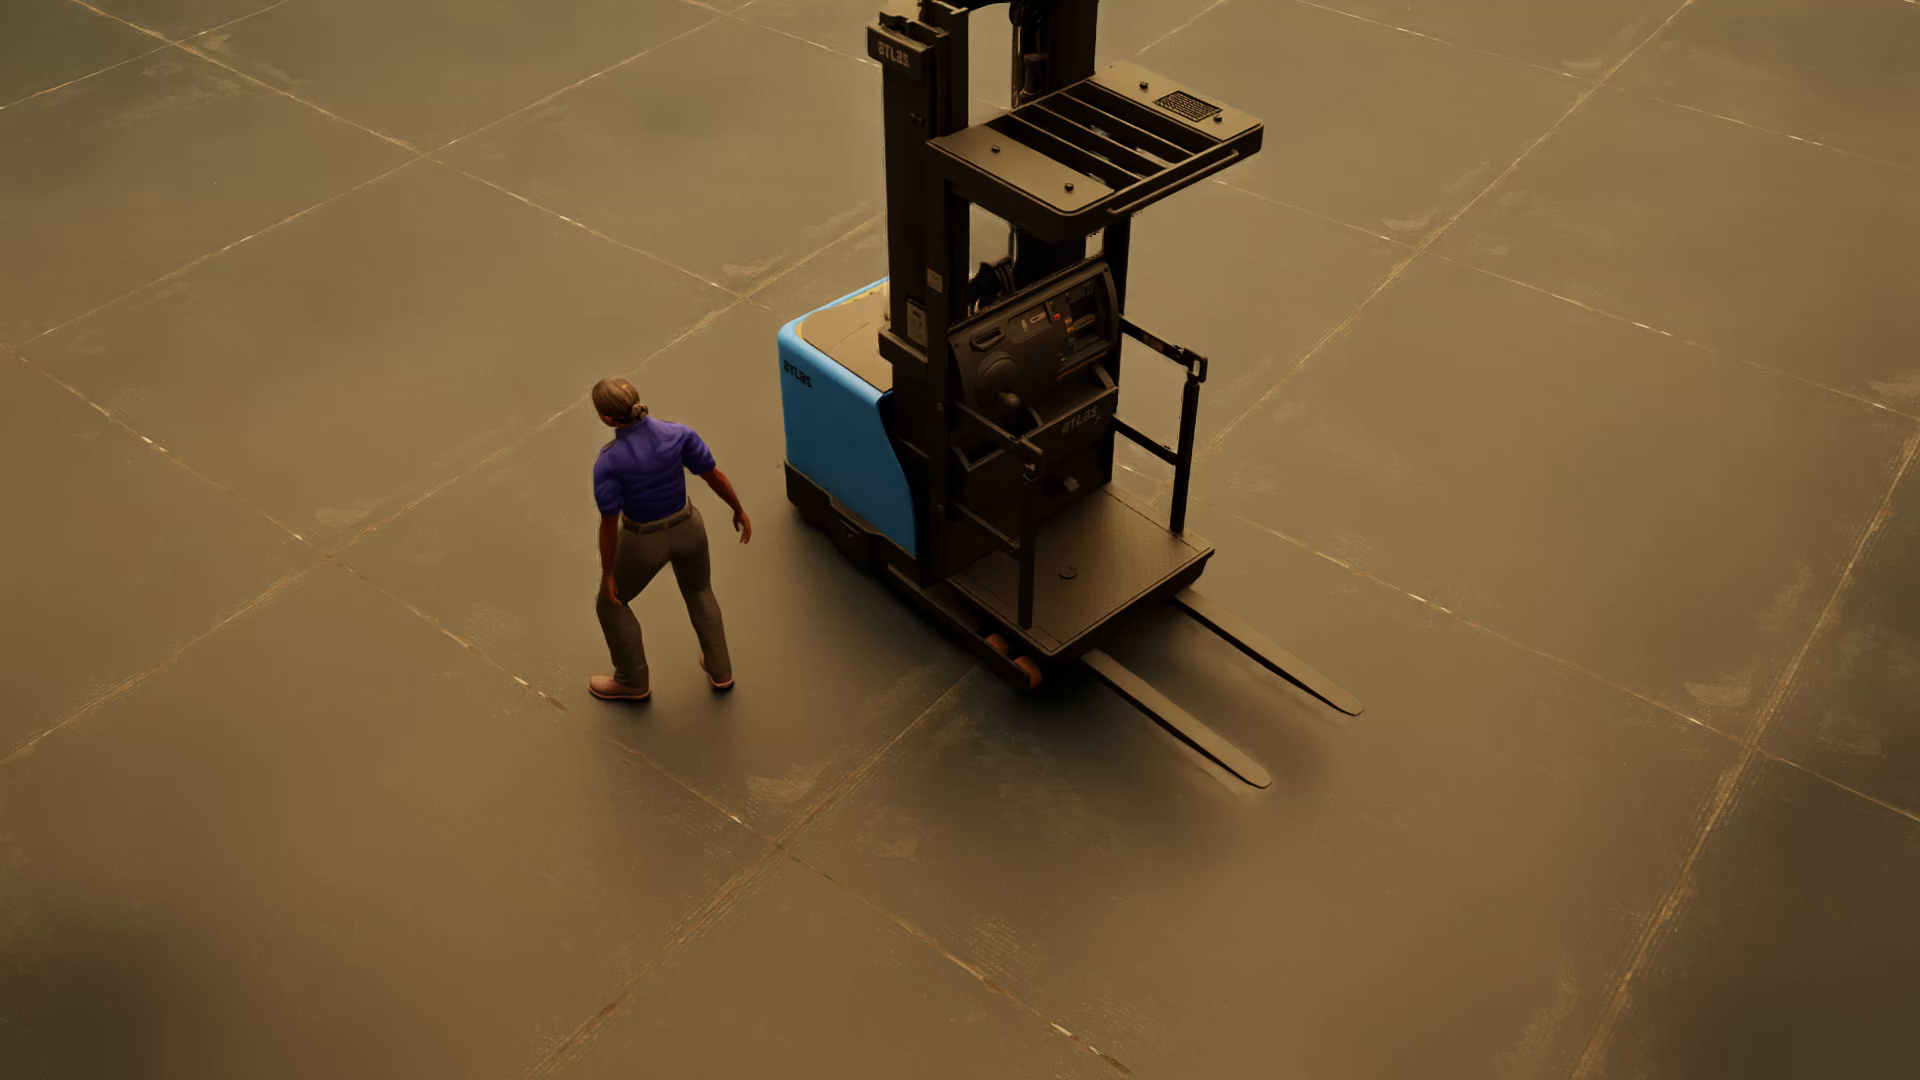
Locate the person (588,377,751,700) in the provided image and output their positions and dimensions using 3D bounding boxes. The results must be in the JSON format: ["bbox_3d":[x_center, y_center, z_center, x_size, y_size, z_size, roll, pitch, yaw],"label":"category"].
[{"bbox_3d":[-1.280,0.018,7.098,0.797,1.632,0.403,-20,44,-22],"label":"person"}]

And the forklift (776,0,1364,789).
[{"bbox_3d":[0.474,-0.803,7.016,1.130,2.935,3.031,-30,49,-31],"label":"forklift"}]
